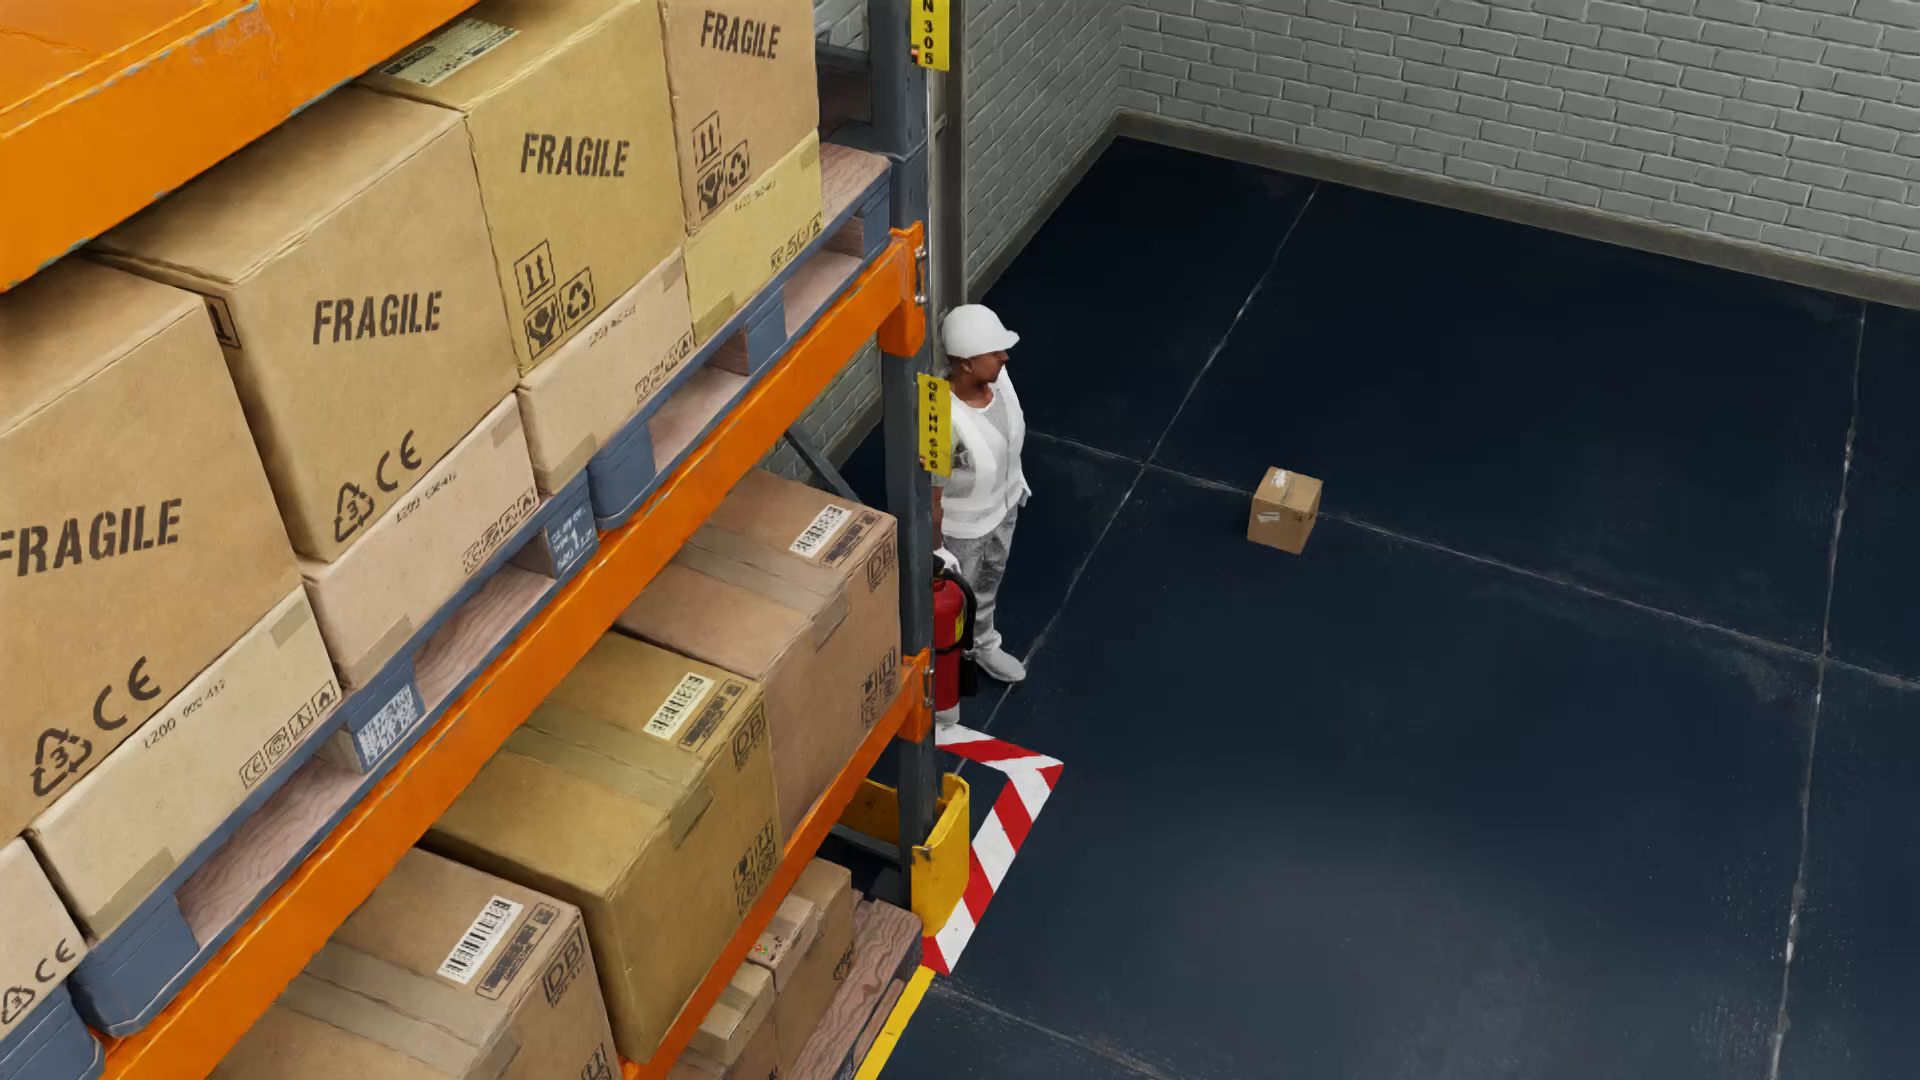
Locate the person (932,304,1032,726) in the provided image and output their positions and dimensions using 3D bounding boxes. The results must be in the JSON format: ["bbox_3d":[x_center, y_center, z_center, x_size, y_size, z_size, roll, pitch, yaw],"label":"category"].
[{"bbox_3d":[0.053,-0.102,6.219,0.392,1.786,0.638,22,46,23],"label":"person"}]
